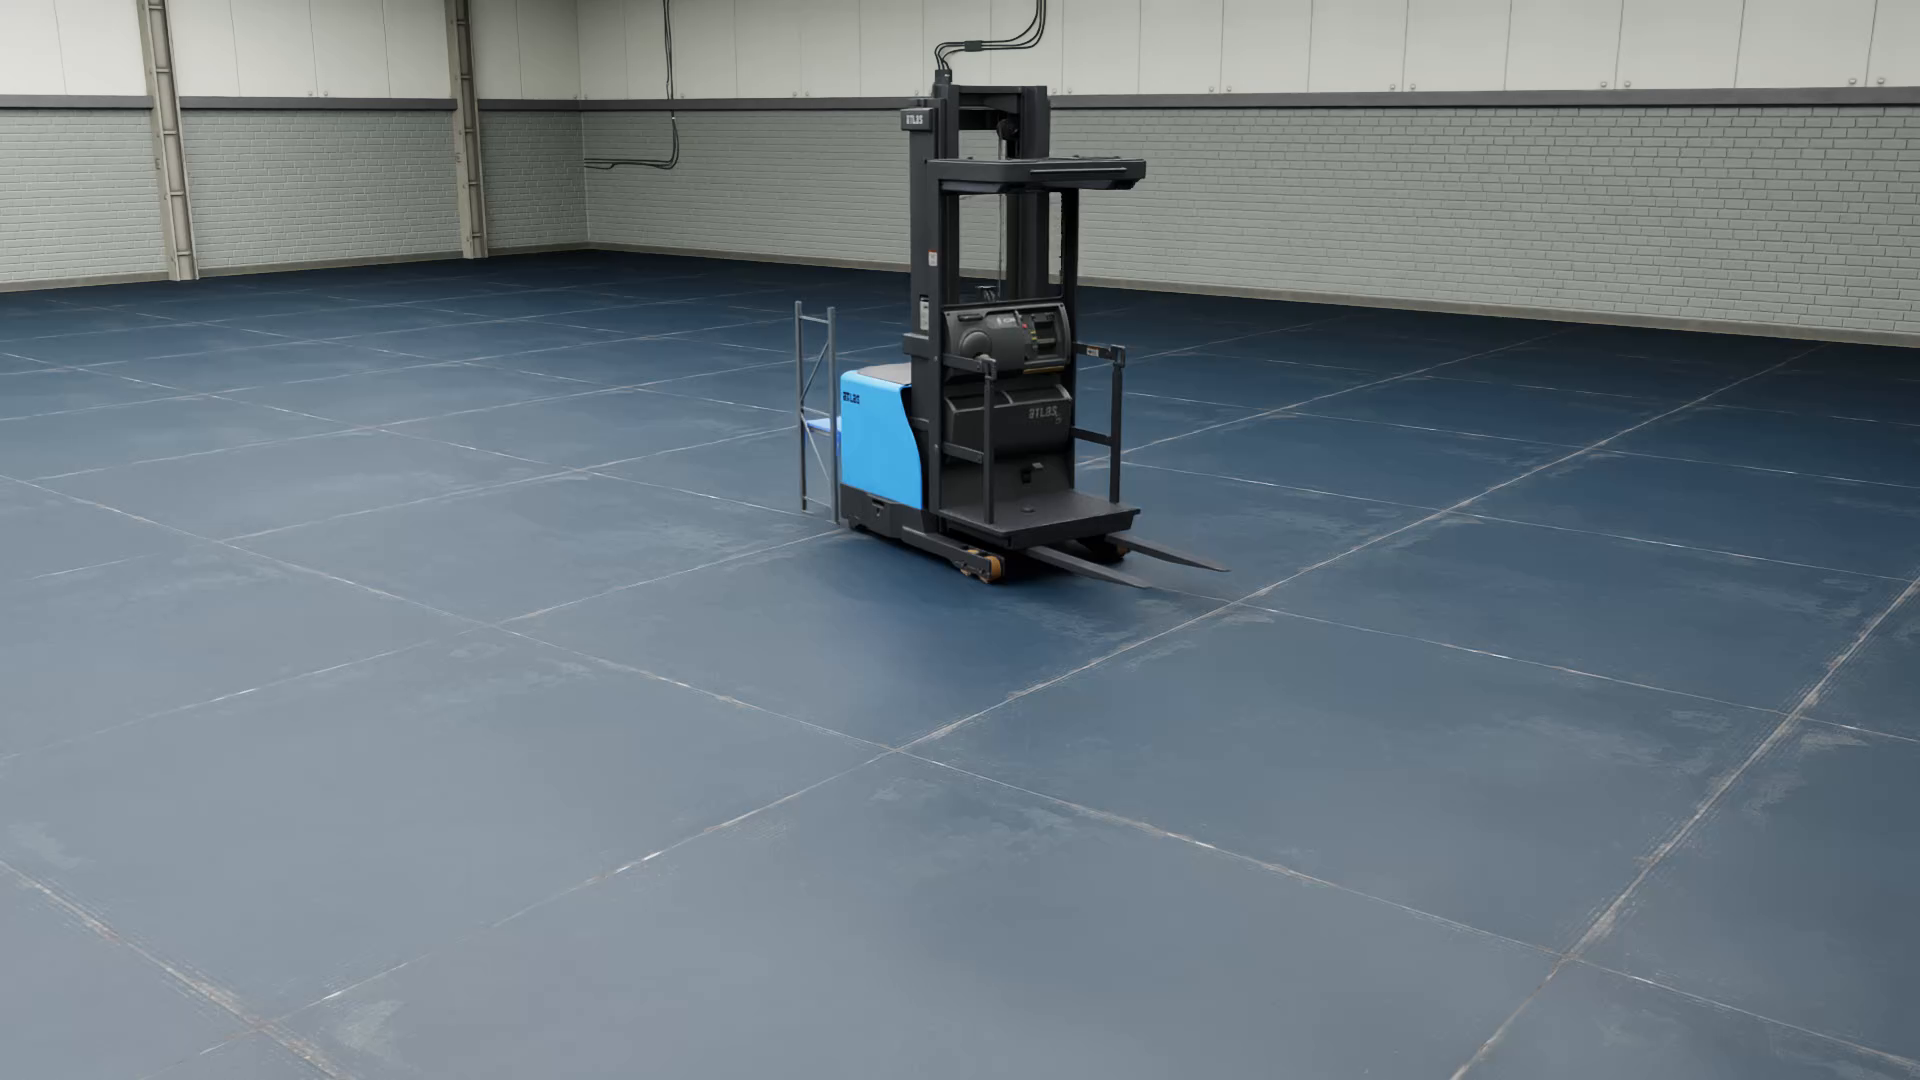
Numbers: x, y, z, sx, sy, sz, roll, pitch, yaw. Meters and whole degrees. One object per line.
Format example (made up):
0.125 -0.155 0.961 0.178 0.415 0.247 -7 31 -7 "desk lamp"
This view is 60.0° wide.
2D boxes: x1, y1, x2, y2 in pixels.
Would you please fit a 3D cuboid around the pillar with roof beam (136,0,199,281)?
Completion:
-10.197 -8.243 25.292 9.100 9.000 0.400 11 18 38 "pillar with roof beam"

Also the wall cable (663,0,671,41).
-4.790 -10.941 31.966 3.097 2.526 0.112 11 18 38 "wall cable"

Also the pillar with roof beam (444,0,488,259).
-6.426 -9.392 29.816 9.100 9.000 0.400 11 18 38 "pillar with roof beam"

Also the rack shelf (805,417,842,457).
-0.576 -0.783 11.891 1.000 0.185 0.538 -10 17 -33 "rack shelf"

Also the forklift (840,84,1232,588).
0.427 -1.295 10.267 1.130 2.935 3.031 -10 17 -34 "forklift"

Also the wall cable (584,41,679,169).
-6.894 -8.912 34.236 3.097 2.526 0.112 11 18 38 "wall cable"

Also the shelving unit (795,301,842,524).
-0.576 -0.958 11.847 1.048 1.500 0.538 -10 17 -33 "shelving unit"

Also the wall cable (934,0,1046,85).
0.480 -10.593 27.640 2.305 6.003 0.169 11 18 38 "wall cable"

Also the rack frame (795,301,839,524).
-0.996 -0.887 11.568 0.032 1.500 0.500 -10 17 -33 "rack frame"
